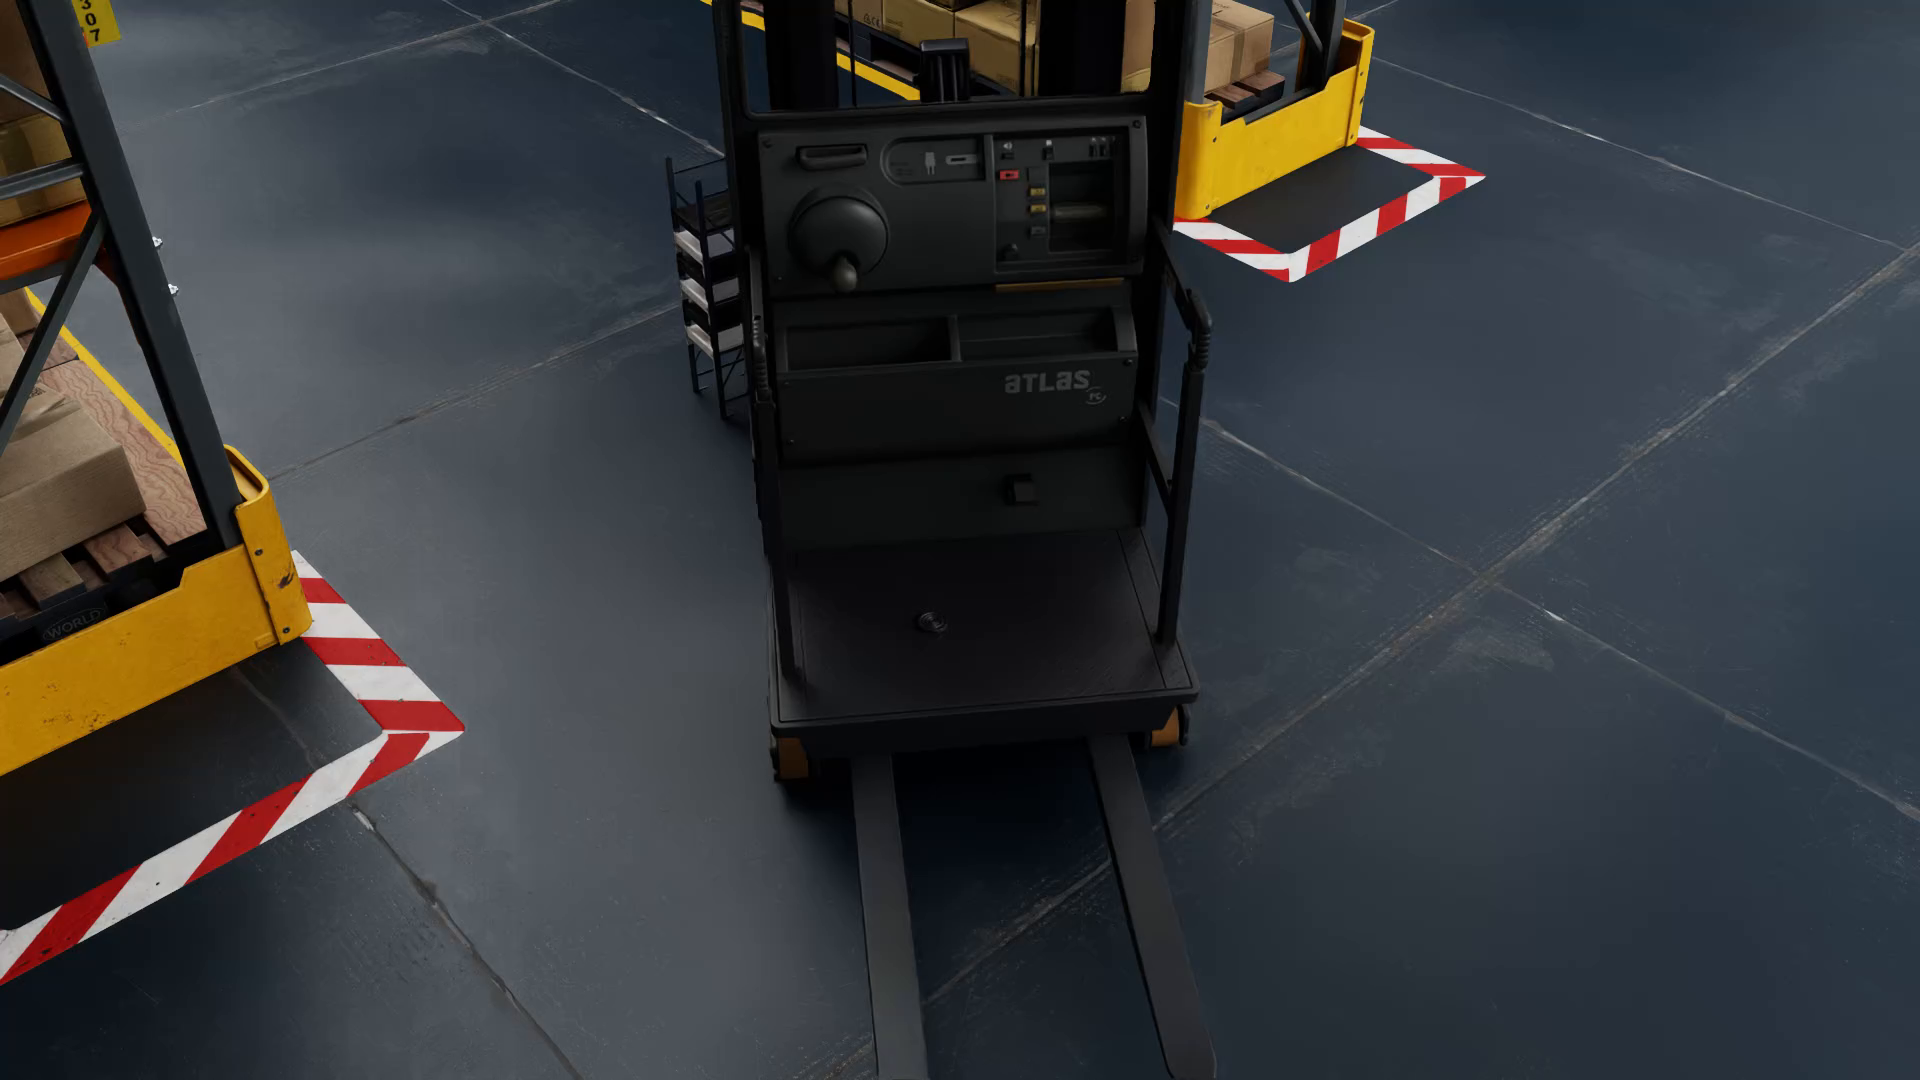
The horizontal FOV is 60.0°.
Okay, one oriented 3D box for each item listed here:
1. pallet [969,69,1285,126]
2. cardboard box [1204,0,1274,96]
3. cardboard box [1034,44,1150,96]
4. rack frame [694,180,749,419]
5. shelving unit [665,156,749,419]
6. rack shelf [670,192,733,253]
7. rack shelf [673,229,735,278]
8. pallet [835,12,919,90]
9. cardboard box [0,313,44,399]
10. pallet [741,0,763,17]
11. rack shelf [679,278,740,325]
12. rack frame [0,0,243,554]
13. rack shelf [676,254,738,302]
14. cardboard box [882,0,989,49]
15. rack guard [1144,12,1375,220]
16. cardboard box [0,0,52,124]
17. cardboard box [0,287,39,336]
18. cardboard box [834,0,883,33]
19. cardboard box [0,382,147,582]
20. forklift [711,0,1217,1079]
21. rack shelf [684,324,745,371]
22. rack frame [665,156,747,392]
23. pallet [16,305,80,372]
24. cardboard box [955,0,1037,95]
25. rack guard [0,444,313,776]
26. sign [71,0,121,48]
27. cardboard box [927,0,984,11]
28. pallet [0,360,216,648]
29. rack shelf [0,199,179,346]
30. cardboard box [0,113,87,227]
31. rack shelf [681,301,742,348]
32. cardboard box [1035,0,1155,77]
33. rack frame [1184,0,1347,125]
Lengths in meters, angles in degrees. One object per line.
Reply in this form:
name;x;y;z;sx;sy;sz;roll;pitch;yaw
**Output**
pallet;0.704;-2.067;7.641;1.003;0.211;1.213;-30;48;-32
cardboard box;1.053;-2.252;7.505;0.500;0.250;0.500;-30;48;-32
cardboard box;0.672;-2.032;7.232;0.500;0.250;0.500;-30;48;-32
rack frame;-0.731;-0.814;5.540;0.240;0.900;0.006;-24;44;-26
shelving unit;-0.789;-0.866;5.605;0.258;0.900;0.210;-24;44;-26
rack shelf;-0.789;-1.050;5.457;0.258;0.077;0.200;-24;44;-26
rack shelf;-0.789;-0.980;5.514;0.258;0.077;0.200;-24;44;-26
pallet;-0.117;-2.631;8.340;1.003;0.211;1.213;-30;48;-32
cardboard box;-3.181;-0.456;5.217;0.500;0.311;0.500;-26;46;-28
pallet;-0.946;-3.196;9.039;1.003;0.211;1.213;-30;48;-32
rack shelf;-0.789;-0.840;5.626;0.258;0.077;0.200;-24;44;-26
rack frame;-2.394;-0.709;3.740;1.000;3.000;0.127;-30;48;-32
rack shelf;-0.789;-0.910;5.570;0.258;0.077;0.200;-24;44;-26
cardboard box;-0.015;-2.489;7.798;0.500;0.250;0.500;-30;48;-32
rack guard;1.269;-1.832;7.120;1.175;0.500;0.348;-30;48;-32
cardboard box;-2.496;-1.298;3.977;0.500;0.500;0.500;-30;48;-32
cardboard box;-3.641;-0.890;5.604;0.500;0.500;0.700;31;48;33
cardboard box;-0.351;-2.721;8.086;0.500;0.250;0.500;-30;48;-32
cardboard box;-2.796;-0.192;4.890;0.500;0.311;0.500;29;47;31
forklift;0.017;-0.734;3.826;1.130;2.935;3.031;-4;39;-5
rack shelf;-0.789;-0.700;5.739;0.258;0.077;0.200;-24;44;-26
rack frame;-0.847;-0.918;5.671;0.240;0.900;0.006;-24;44;-26
pallet;-3.790;-0.614;5.843;1.003;0.211;1.213;-30;48;-32
cardboard box;0.325;-2.258;7.513;0.500;0.250;0.500;-30;48;-32
rack guard;-2.445;0.229;4.569;1.175;0.500;0.348;-30;48;-32
sign;-1.995;-1.276;3.754;0.100;0.325;0.005;-30;48;-32
cardboard box;-0.017;-2.779;7.561;0.500;0.500;0.500;-30;48;-32
pallet;-2.969;-0.050;5.144;1.003;0.211;1.213;-30;48;-32
rack shelf;-3.747;-1.354;5.112;1.077;0.370;4.000;-30;48;-32
cardboard box;-2.490;-1.019;4.228;0.500;0.250;0.500;-31;48;-33
rack shelf;-0.789;-0.770;5.683;0.258;0.077;0.200;-24;44;-26
cardboard box;0.670;-2.323;6.996;0.500;0.500;0.500;-30;48;-32
rack frame;1.252;-2.815;6.349;1.000;3.000;0.127;-30;48;-32
